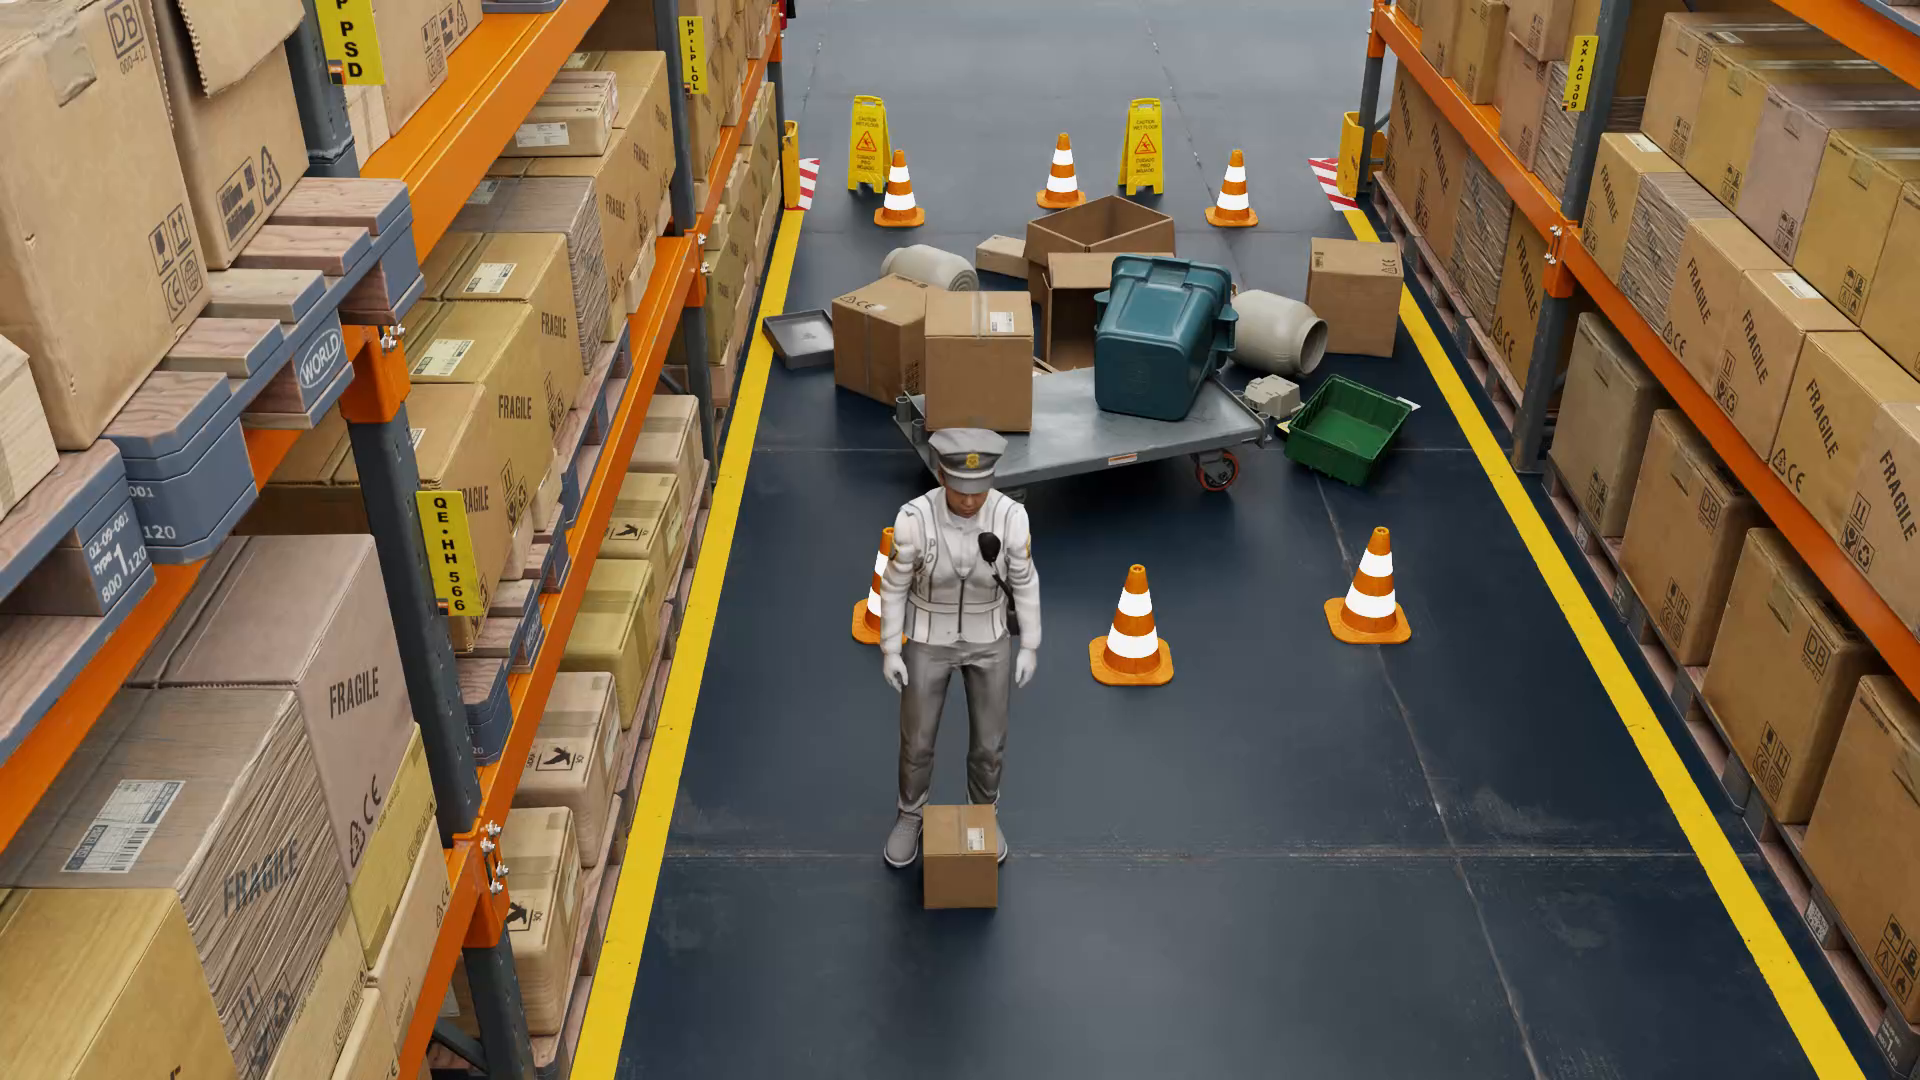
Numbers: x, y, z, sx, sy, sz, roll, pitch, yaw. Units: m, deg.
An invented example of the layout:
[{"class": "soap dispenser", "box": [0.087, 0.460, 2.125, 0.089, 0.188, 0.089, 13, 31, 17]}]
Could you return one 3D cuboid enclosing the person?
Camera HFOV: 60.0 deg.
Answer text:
[{"class": "person", "box": [-0.001, 0.359, 5.548, 0.547, 1.667, 0.370, -2, 32, -3]}]
